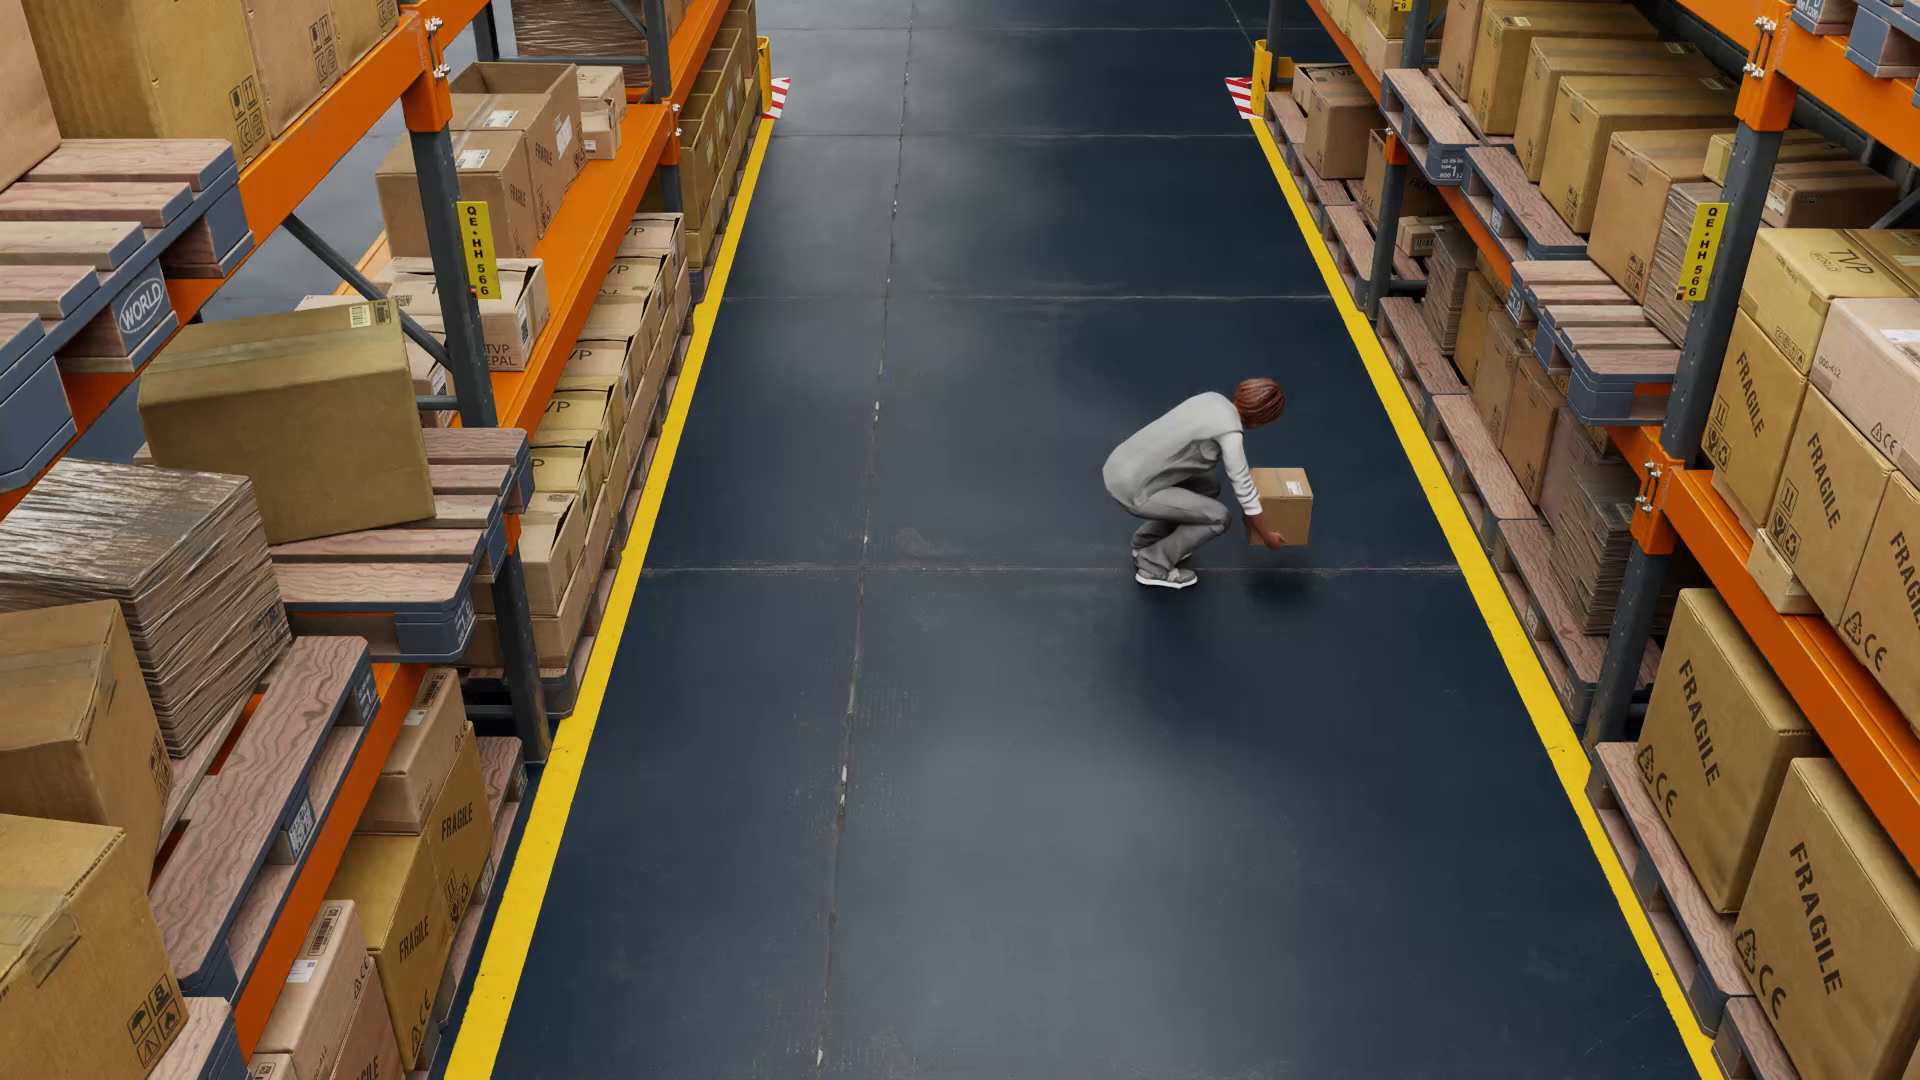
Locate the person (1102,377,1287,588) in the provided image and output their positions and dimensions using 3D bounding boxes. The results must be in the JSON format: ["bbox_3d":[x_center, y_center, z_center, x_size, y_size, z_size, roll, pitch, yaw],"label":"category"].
[{"bbox_3d":[1.017,-0.266,7.216,0.806,0.918,0.446,0,32,0],"label":"person"}]
